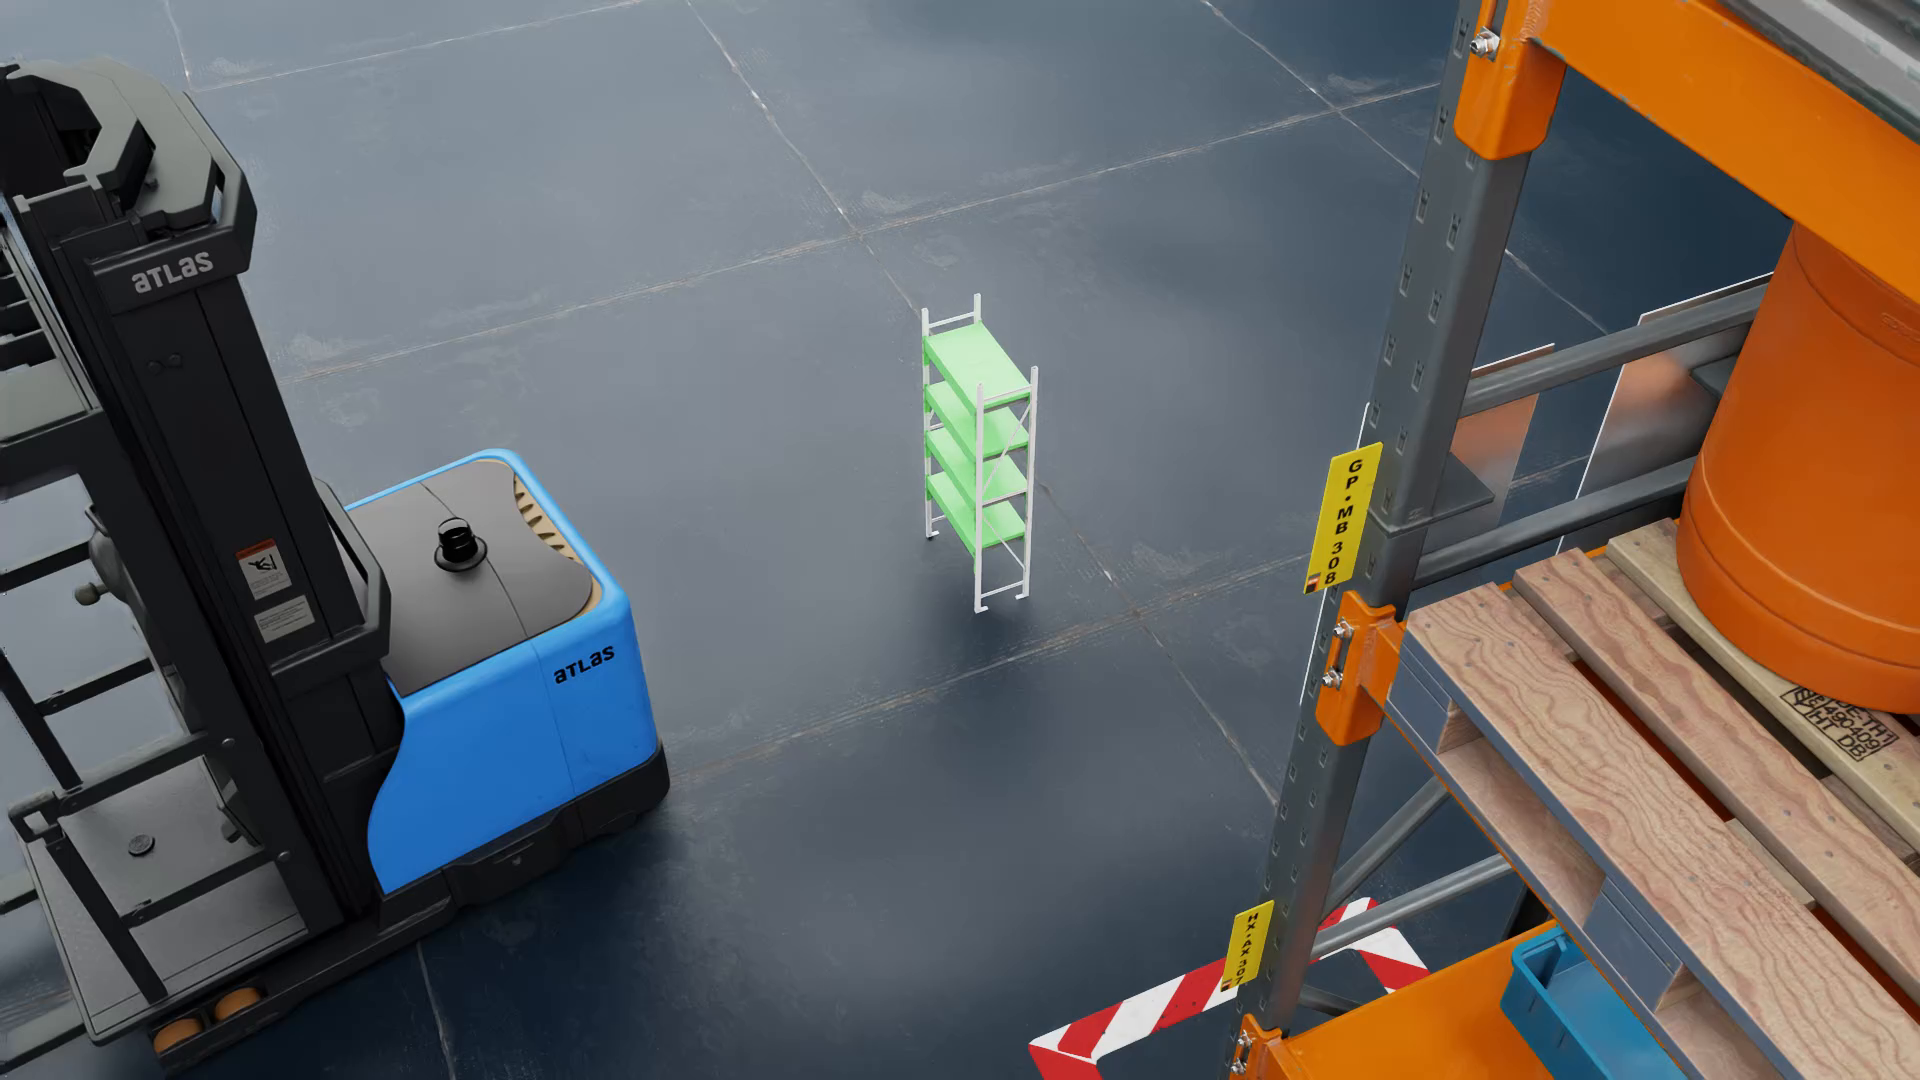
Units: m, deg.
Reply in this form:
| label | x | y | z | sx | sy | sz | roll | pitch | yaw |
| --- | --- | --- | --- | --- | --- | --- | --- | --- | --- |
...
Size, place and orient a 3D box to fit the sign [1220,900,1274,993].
| label | x | y | z | sx | sy | sz | roll | pitch | yaw |
| --- | --- | --- | --- | --- | --- | --- | --- | --- | --- |
| sign | 0.660 | 0.939 | 3.834 | 0.100 | 0.325 | 0.005 | -18 | 47 | -17 |

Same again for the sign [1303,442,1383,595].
| label | x | y | z | sx | sy | sz | roll | pitch | yaw |
| --- | --- | --- | --- | --- | --- | --- | --- | --- | --- |
| sign | 0.660 | -0.033 | 2.875 | 0.100 | 0.325 | 0.005 | -18 | 47 | -17 |

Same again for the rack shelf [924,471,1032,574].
| label | x | y | z | sx | sy | sz | roll | pitch | yaw |
| --- | --- | --- | --- | --- | --- | --- | --- | --- | --- |
| rack shelf | 0.070 | -0.105 | 6.804 | 0.258 | 0.148 | 0.480 | -18 | 47 | -17 |

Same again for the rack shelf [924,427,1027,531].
| label | x | y | z | sx | sy | sz | roll | pitch | yaw |
| --- | --- | --- | --- | --- | --- | --- | --- | --- | --- |
| rack shelf | 0.070 | -0.276 | 6.635 | 0.258 | 0.148 | 0.480 | -18 | 47 | -17 |

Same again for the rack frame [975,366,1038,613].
| label | x | y | z | sx | sy | sz | roll | pitch | yaw |
| --- | --- | --- | --- | --- | --- | --- | --- | --- | --- |
| rack frame | 0.172 | -0.166 | 6.433 | 0.240 | 1.200 | 0.015 | -18 | 47 | -17 |

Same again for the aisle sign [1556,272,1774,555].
| label | x | y | z | sx | sy | sz | roll | pitch | yaw |
| --- | --- | --- | --- | --- | --- | --- | --- | --- | --- |
| aisle sign | 1.401 | -0.181 | 3.315 | 0.394 | 0.787 | 0.004 | -18 | 47 | -17 |

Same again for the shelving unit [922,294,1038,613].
| label | x | y | z | sx | sy | sz | roll | pitch | yaw |
| --- | --- | --- | --- | --- | --- | --- | --- | --- | --- |
| shelving unit | 0.070 | -0.322 | 6.591 | 0.258 | 1.200 | 0.503 | -18 | 47 | -17 |

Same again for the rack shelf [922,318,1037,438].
| label | x | y | z | sx | sy | sz | roll | pitch | yaw |
| --- | --- | --- | --- | --- | --- | --- | --- | --- | --- |
| rack shelf | 0.070 | -0.618 | 6.298 | 0.258 | 0.148 | 0.480 | -18 | 47 | -17 |

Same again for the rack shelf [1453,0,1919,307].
| label | x | y | z | sx | sy | sz | roll | pitch | yaw |
| --- | --- | --- | --- | --- | --- | --- | --- | --- | --- |
| rack shelf | 2.002 | 0.416 | 1.088 | 1.077 | 0.370 | 4.000 | -18 | 47 | -17 |

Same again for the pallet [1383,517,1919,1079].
| label | x | y | z | sx | sy | sz | roll | pitch | yaw |
| --- | --- | --- | --- | --- | --- | --- | --- | --- | --- |
| pallet | 1.420 | 0.434 | 2.542 | 1.003 | 0.211 | 1.213 | -18 | 47 | -17 |

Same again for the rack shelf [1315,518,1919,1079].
| label | x | y | z | sx | sy | sz | roll | pitch | yaw |
| --- | --- | --- | --- | --- | --- | --- | --- | --- | --- |
| rack shelf | 2.002 | 1.341 | 2.001 | 1.077 | 0.370 | 4.000 | -18 | 47 | -17 |

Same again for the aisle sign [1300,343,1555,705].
| label | x | y | z | sx | sy | sz | roll | pitch | yaw |
| --- | --- | --- | --- | --- | --- | --- | --- | --- | --- |
| aisle sign | 0.865 | -0.007 | 3.139 | 0.394 | 0.787 | 0.004 | -18 | 47 | -17 |

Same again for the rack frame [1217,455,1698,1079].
| label | x | y | z | sx | sy | sz | roll | pitch | yaw |
| --- | --- | --- | --- | --- | --- | --- | --- | --- | --- |
| rack frame | 1.161 | 0.878 | 4.093 | 1.000 | 3.000 | 0.127 | -18 | 47 | -17 |

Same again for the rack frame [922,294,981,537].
| label | x | y | z | sx | sy | sz | roll | pitch | yaw |
| --- | --- | --- | --- | --- | --- | --- | --- | --- | --- |
| rack frame | -0.033 | -0.477 | 6.748 | 0.240 | 1.200 | 0.015 | -18 | 47 | -17 |

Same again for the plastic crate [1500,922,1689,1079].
| label | x | y | z | sx | sy | sz | roll | pitch | yaw |
| --- | --- | --- | --- | --- | --- | --- | --- | --- | --- |
| plastic crate | 1.643 | 1.162 | 3.912 | 0.499 | 0.251 | 0.616 | -18 | 47 | -17 |

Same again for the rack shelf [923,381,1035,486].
| label | x | y | z | sx | sy | sz | roll | pitch | yaw |
| --- | --- | --- | --- | --- | --- | --- | --- | --- | --- |
| rack shelf | 0.070 | -0.447 | 6.467 | 0.258 | 0.148 | 0.480 | -18 | 47 | -17 |

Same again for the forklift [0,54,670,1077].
| label | x | y | z | sx | sy | sz | roll | pitch | yaw |
| --- | --- | --- | --- | --- | --- | --- | --- | --- | --- |
| forklift | -2.563 | 0.240 | 4.789 | 3.031 | 2.935 | 1.130 | -26 | 50 | -24 |

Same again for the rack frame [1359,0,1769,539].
| label | x | y | z | sx | sy | sz | roll | pitch | yaw |
| --- | --- | --- | --- | --- | --- | --- | --- | --- | --- |
| rack frame | 1.161 | -1.257 | 1.986 | 1.000 | 3.000 | 0.127 | -18 | 47 | -17 |

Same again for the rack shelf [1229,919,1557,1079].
| label | x | y | z | sx | sy | sz | roll | pitch | yaw |
| --- | --- | --- | --- | --- | --- | --- | --- | --- | --- |
| rack shelf | 2.002 | 2.409 | 3.054 | 1.077 | 0.370 | 4.000 | -18 | 47 | -17 |

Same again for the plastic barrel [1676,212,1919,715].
| label | x | y | z | sx | sy | sz | roll | pitch | yaw |
| --- | --- | --- | --- | --- | --- | --- | --- | --- | --- |
| plastic barrel | 1.481 | -0.220 | 2.465 | 0.600 | 0.830 | 0.708 | -18 | 47 | -17 |
